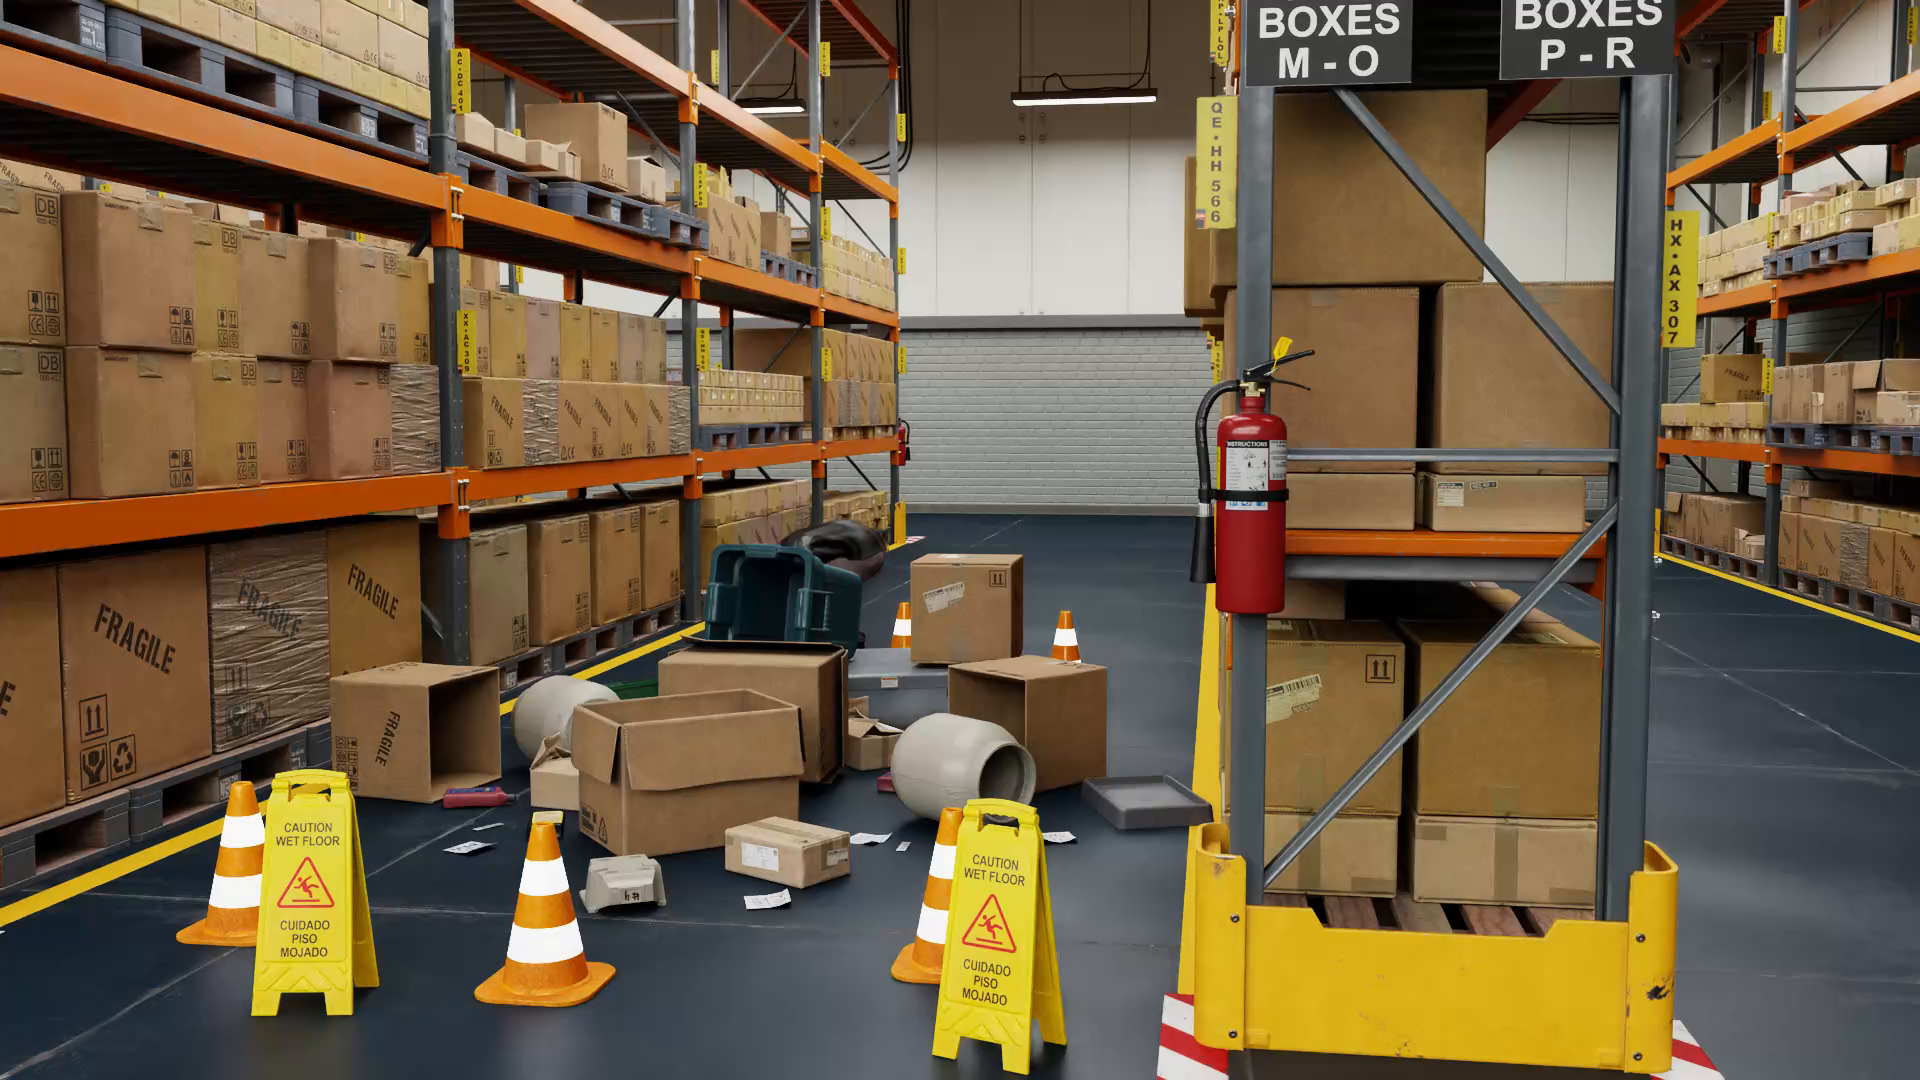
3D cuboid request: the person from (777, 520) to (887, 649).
[{"bbox_3d":[-0.969,0.318,11.110,0.950,0.906,0.520,0,4,6],"label":"person"}]
